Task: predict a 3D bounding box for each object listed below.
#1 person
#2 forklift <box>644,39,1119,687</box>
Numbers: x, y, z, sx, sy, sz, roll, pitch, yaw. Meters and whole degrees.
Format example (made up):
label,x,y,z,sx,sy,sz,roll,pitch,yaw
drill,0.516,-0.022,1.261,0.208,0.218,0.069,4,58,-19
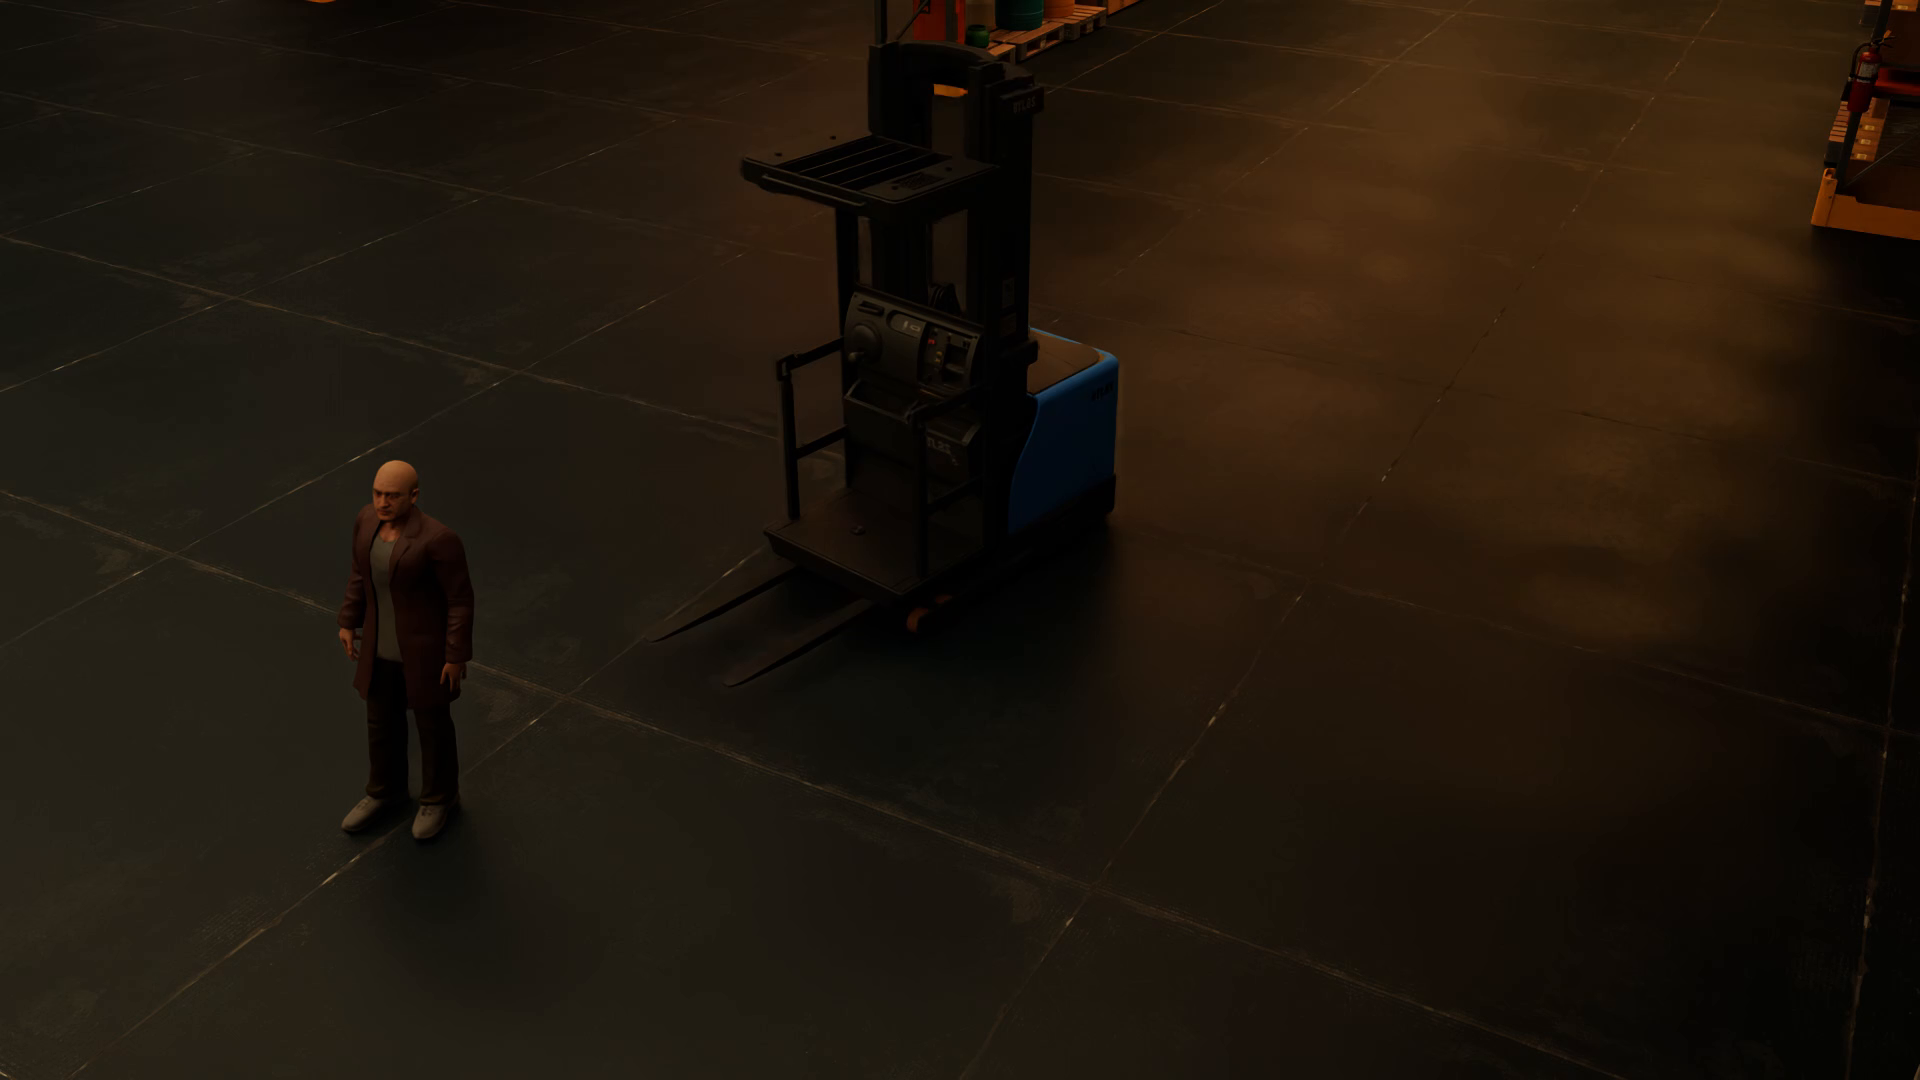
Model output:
label,x,y,z,sx,sy,sz,roll,pitch,yaw
person,-2.486,0.511,7.335,0.690,1.784,0.559,12,32,19
forklift,-0.403,-1.024,8.846,1.130,2.935,3.031,24,37,35
